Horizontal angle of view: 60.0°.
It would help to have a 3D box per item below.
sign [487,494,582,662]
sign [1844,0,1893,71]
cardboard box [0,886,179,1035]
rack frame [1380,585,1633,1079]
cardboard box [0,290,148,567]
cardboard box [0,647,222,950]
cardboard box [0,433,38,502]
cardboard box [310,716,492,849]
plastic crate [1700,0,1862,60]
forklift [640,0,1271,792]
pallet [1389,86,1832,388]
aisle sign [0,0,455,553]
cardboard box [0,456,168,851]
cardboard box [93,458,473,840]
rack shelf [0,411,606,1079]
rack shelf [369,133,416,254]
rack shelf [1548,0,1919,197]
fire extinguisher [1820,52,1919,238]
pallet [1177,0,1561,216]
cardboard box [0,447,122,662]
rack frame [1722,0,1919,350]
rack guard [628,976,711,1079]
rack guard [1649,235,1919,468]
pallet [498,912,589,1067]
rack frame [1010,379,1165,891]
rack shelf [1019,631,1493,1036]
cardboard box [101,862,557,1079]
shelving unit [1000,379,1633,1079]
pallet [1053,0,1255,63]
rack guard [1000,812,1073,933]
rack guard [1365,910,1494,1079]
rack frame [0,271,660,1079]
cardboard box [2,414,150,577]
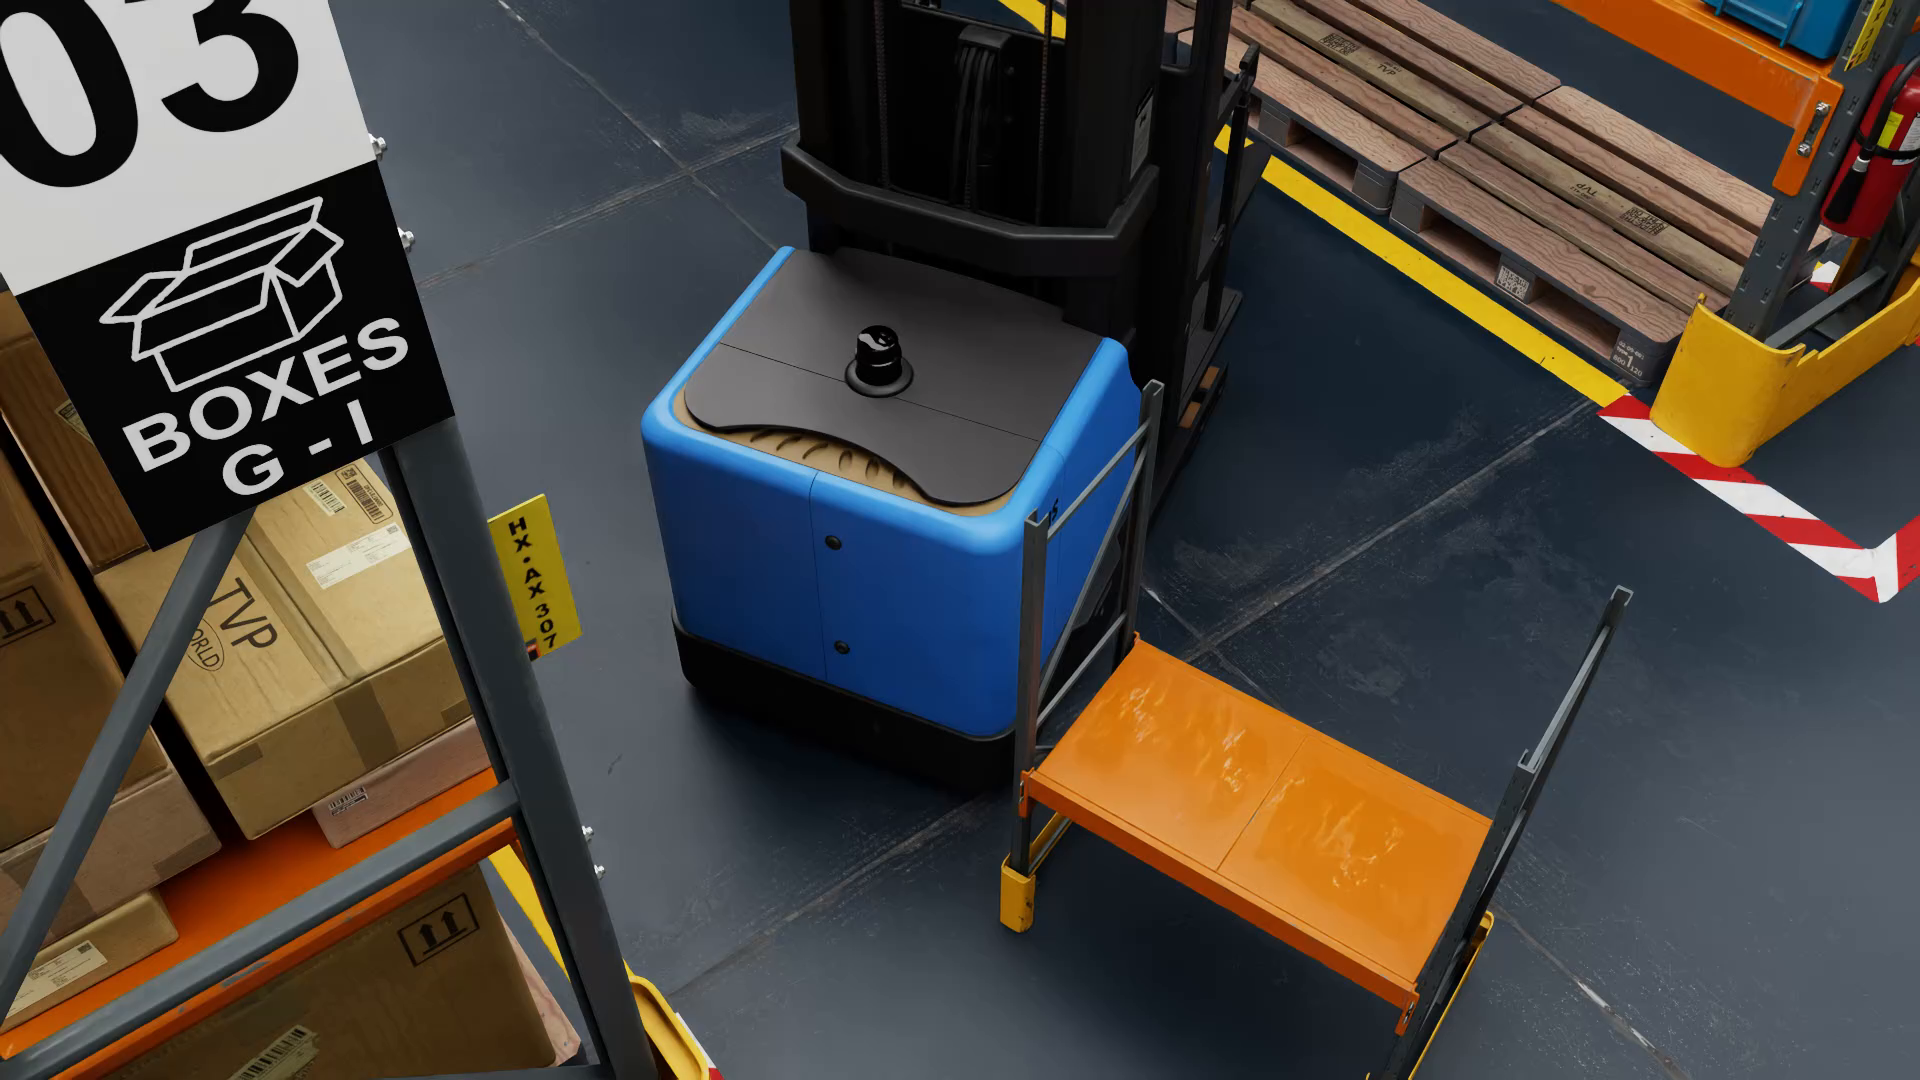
[{"bbox_3d":[-0.647,0.064,2.529,0.100,0.325,0.005,-29,54,-24],"label":"sign"},{"bbox_3d":[2.422,-1.393,4.378,0.100,0.325,0.005,-29,54,-24],"label":"sign"},{"bbox_3d":[-1.570,0.649,2.807,0.380,0.149,0.250,-28,54,-23],"label":"cardboard box"},{"bbox_3d":[1.117,0.747,3.560,0.032,1.500,0.500,27,53,22],"label":"rack frame"},{"bbox_3d":[-1.470,-0.373,2.958,0.500,0.500,0.500,-31,55,-25],"label":"cardboard box"},{"bbox_3d":[-1.597,0.411,2.754,0.500,0.250,0.500,-30,55,-25],"label":"cardboard box"},{"bbox_3d":[-2.212,-0.189,3.297,0.500,0.250,0.500,-31,55,-25],"label":"cardboard box"},{"bbox_3d":[-1.044,0.354,3.074,0.380,0.149,0.250,-29,54,-24],"label":"cardboard box"},{"bbox_3d":[2.498,-1.741,4.739,0.616,0.435,0.499,-29,54,-24],"label":"plastic crate"},{"bbox_3d":[0.254,-1.407,4.547,1.130,2.935,3.031,18,50,16],"label":"forklift"},{"bbox_3d":[2.381,-1.162,6.161,1.003,0.211,1.213,-29,54,-24],"label":"pallet"},{"bbox_3d":[-0.810,-0.338,1.777,0.394,0.787,0.004,-29,54,-24],"label":"aisle sign"},{"bbox_3d":[-1.596,0.156,2.478,0.500,0.500,0.500,-29,54,-24],"label":"cardboard box"},{"bbox_3d":[-1.168,0.173,2.969,0.500,0.250,0.500,-31,55,-25],"label":"cardboard box"},{"bbox_3d":[-2.303,-0.311,3.993,1.077,0.370,4.000,-29,54,-24],"label":"rack shelf"},{"bbox_3d":[-2.303,-1.318,2.881,1.077,0.370,4.000,-29,54,-24],"label":"rack shelf"},{"bbox_3d":[1.639,-2.533,6.007,1.077,0.370,4.000,-29,54,-24],"label":"rack shelf"},{"bbox_3d":[2.580,-1.151,4.573,0.296,0.674,0.183,-29,54,-24],"label":"fire extinguisher"},{"bbox_3d":[1.647,-1.881,6.813,1.003,0.211,1.213,-29,54,-24],"label":"pallet"},{"bbox_3d":[-1.903,0.111,3.025,0.500,0.250,0.500,-30,55,-25],"label":"cardboard box"},{"bbox_3d":[2.850,-1.595,4.671,1.000,3.000,0.127,-29,54,-24],"label":"rack frame"},{"bbox_3d":[-1.077,1.481,3.570,1.175,0.500,0.348,-29,54,-24],"label":"rack guard"},{"bbox_3d":[2.875,-0.747,5.590,1.175,0.500,0.348,-29,54,-24],"label":"rack guard"},{"bbox_3d":[-1.638,1.127,4.086,1.003,0.211,1.213,-29,54,-24],"label":"pallet"},{"bbox_3d":[0.280,0.319,3.948,0.032,1.500,0.500,27,53,22],"label":"rack frame"},{"bbox_3d":[0.698,0.654,3.887,1.000,0.185,0.538,27,53,22],"label":"rack shelf"},{"bbox_3d":[-1.543,0.858,3.598,0.875,0.875,0.875,-29,54,-24],"label":"cardboard box"},{"bbox_3d":[0.706,0.537,3.751,1.083,1.500,0.587,27,53,22],"label":"shelving unit"},{"bbox_3d":[0.904,-2.601,7.465,1.003,0.211,1.213,-29,54,-24],"label":"pallet"},{"bbox_3d":[0.296,0.747,4.404,0.087,0.250,0.587,27,53,22],"label":"rack guard"},{"bbox_3d":[1.116,1.167,4.024,0.087,0.250,0.587,27,53,22],"label":"rack guard"},{"bbox_3d":[-1.095,0.628,2.656,0.949,2.616,0.053,-29,54,-24],"label":"rack frame"},{"bbox_3d":[-1.488,-0.130,3.244,0.500,0.250,0.500,-30,54,-24],"label":"cardboard box"}]
